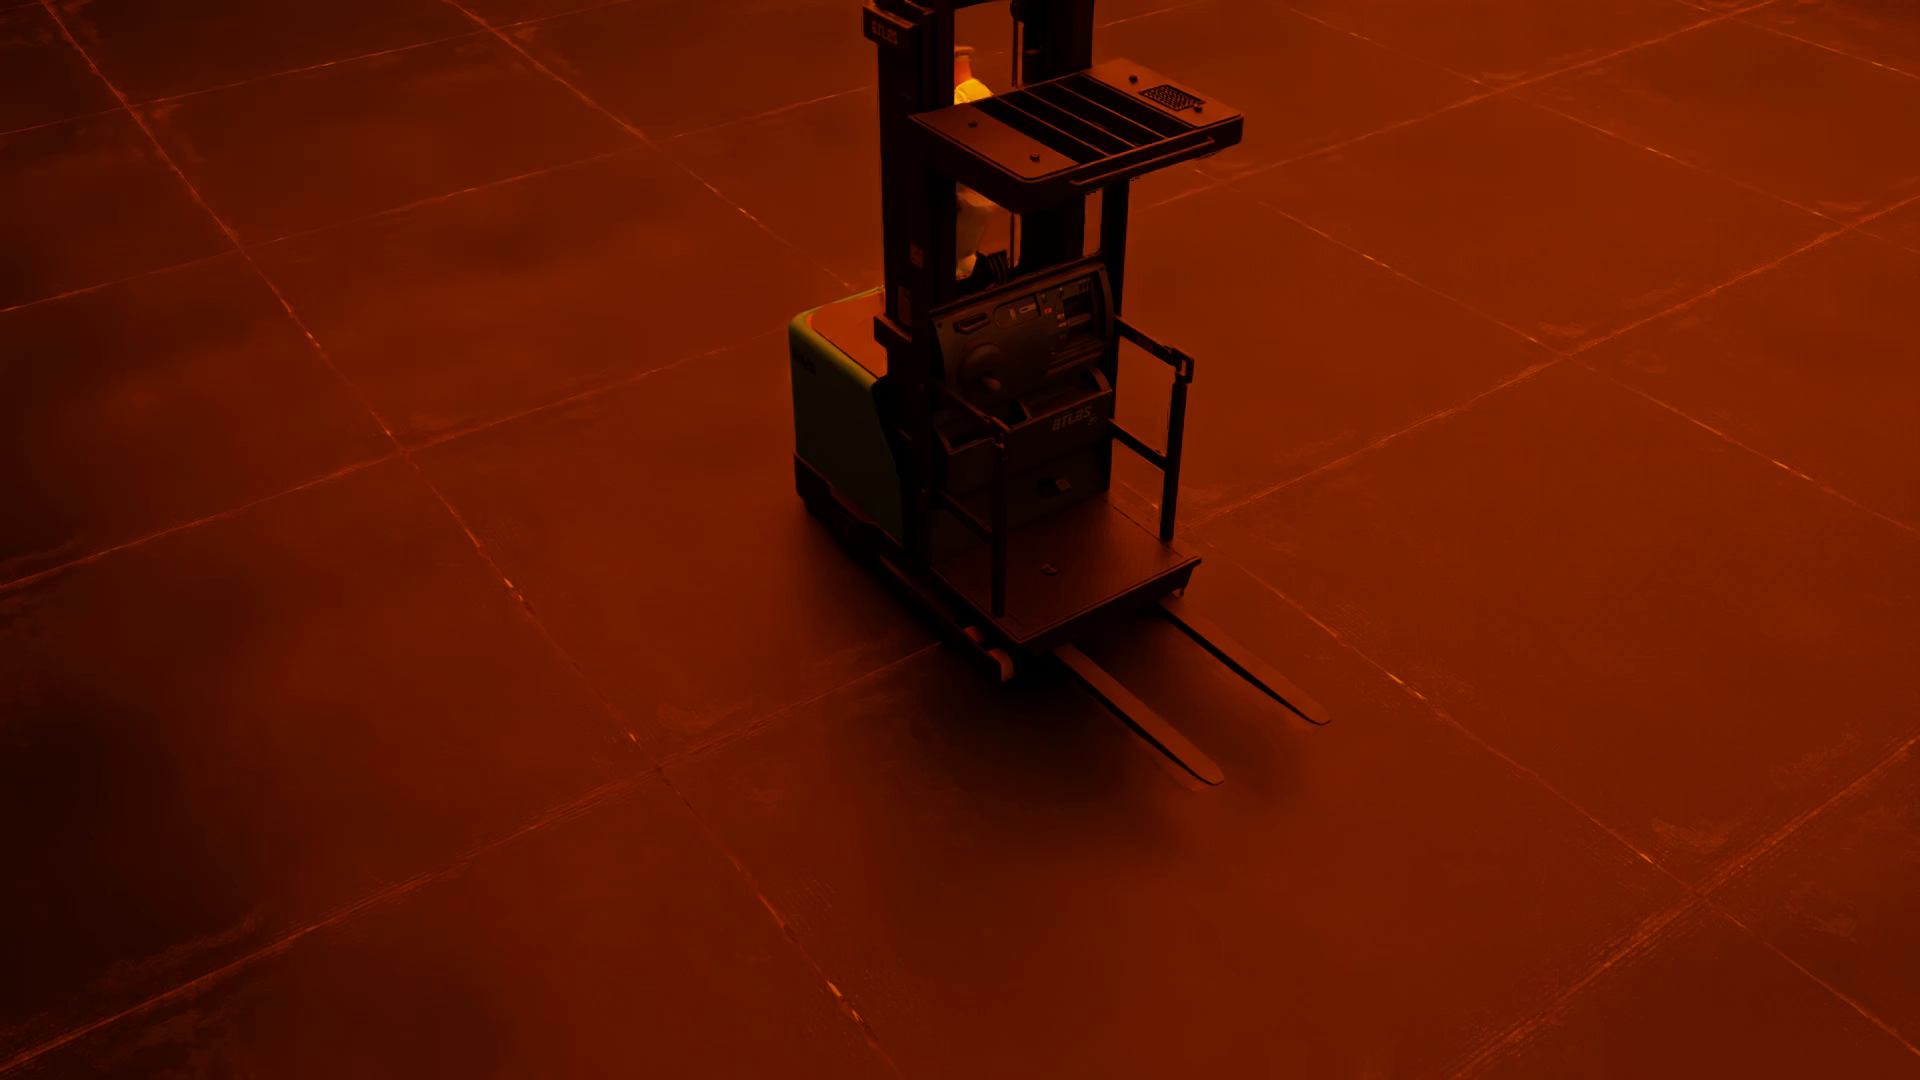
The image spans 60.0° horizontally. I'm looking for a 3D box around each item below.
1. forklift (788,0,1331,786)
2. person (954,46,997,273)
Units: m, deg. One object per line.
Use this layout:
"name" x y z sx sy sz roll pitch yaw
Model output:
"forklift" 0.412 -0.857 7.104 1.130 2.935 3.031 -23 42 -28
"person" 0.005 -2.029 9.887 0.623 1.685 1.205 19 40 23
